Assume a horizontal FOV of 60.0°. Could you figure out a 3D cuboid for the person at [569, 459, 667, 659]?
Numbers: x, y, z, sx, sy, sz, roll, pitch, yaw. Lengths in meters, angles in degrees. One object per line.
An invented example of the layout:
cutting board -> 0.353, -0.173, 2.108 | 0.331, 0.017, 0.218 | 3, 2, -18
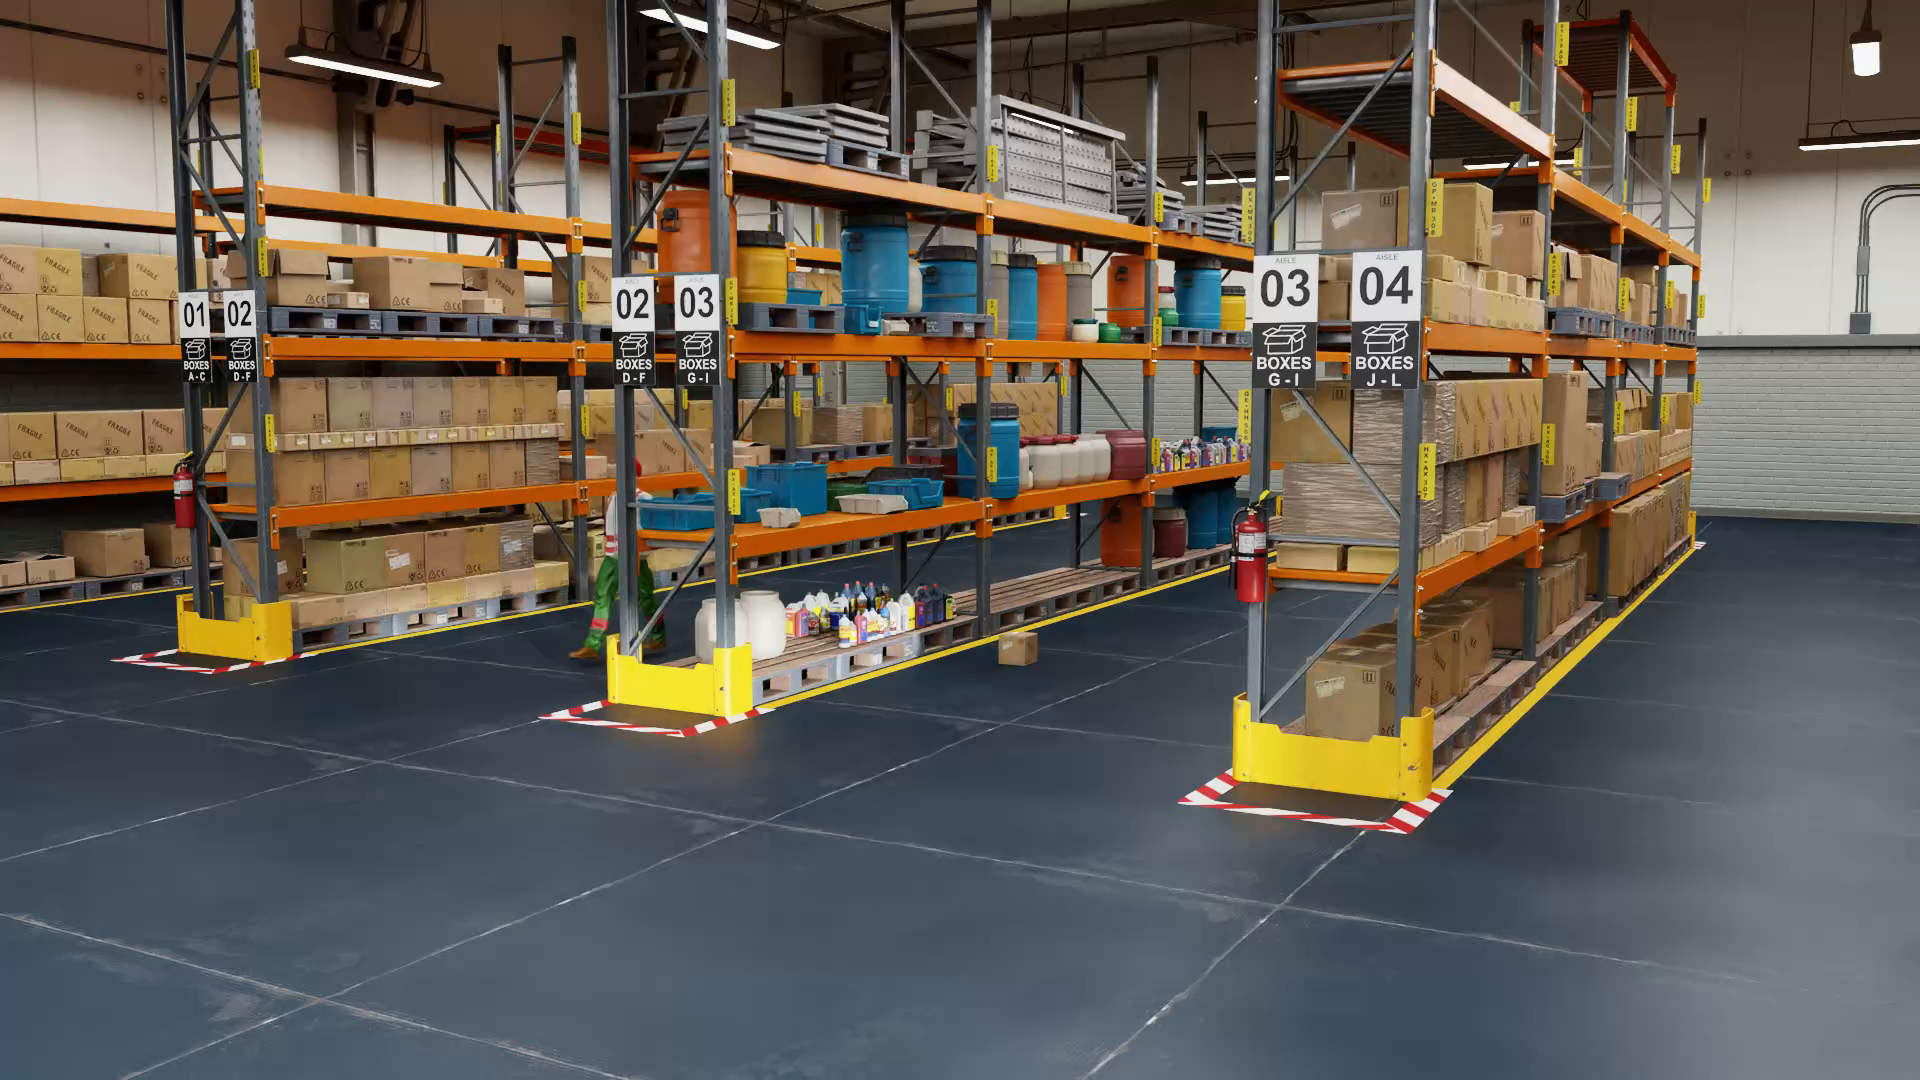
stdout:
person -> -2.930, 0.152, 14.364 | 0.536, 1.729, 1.045 | 3, 7, 30
